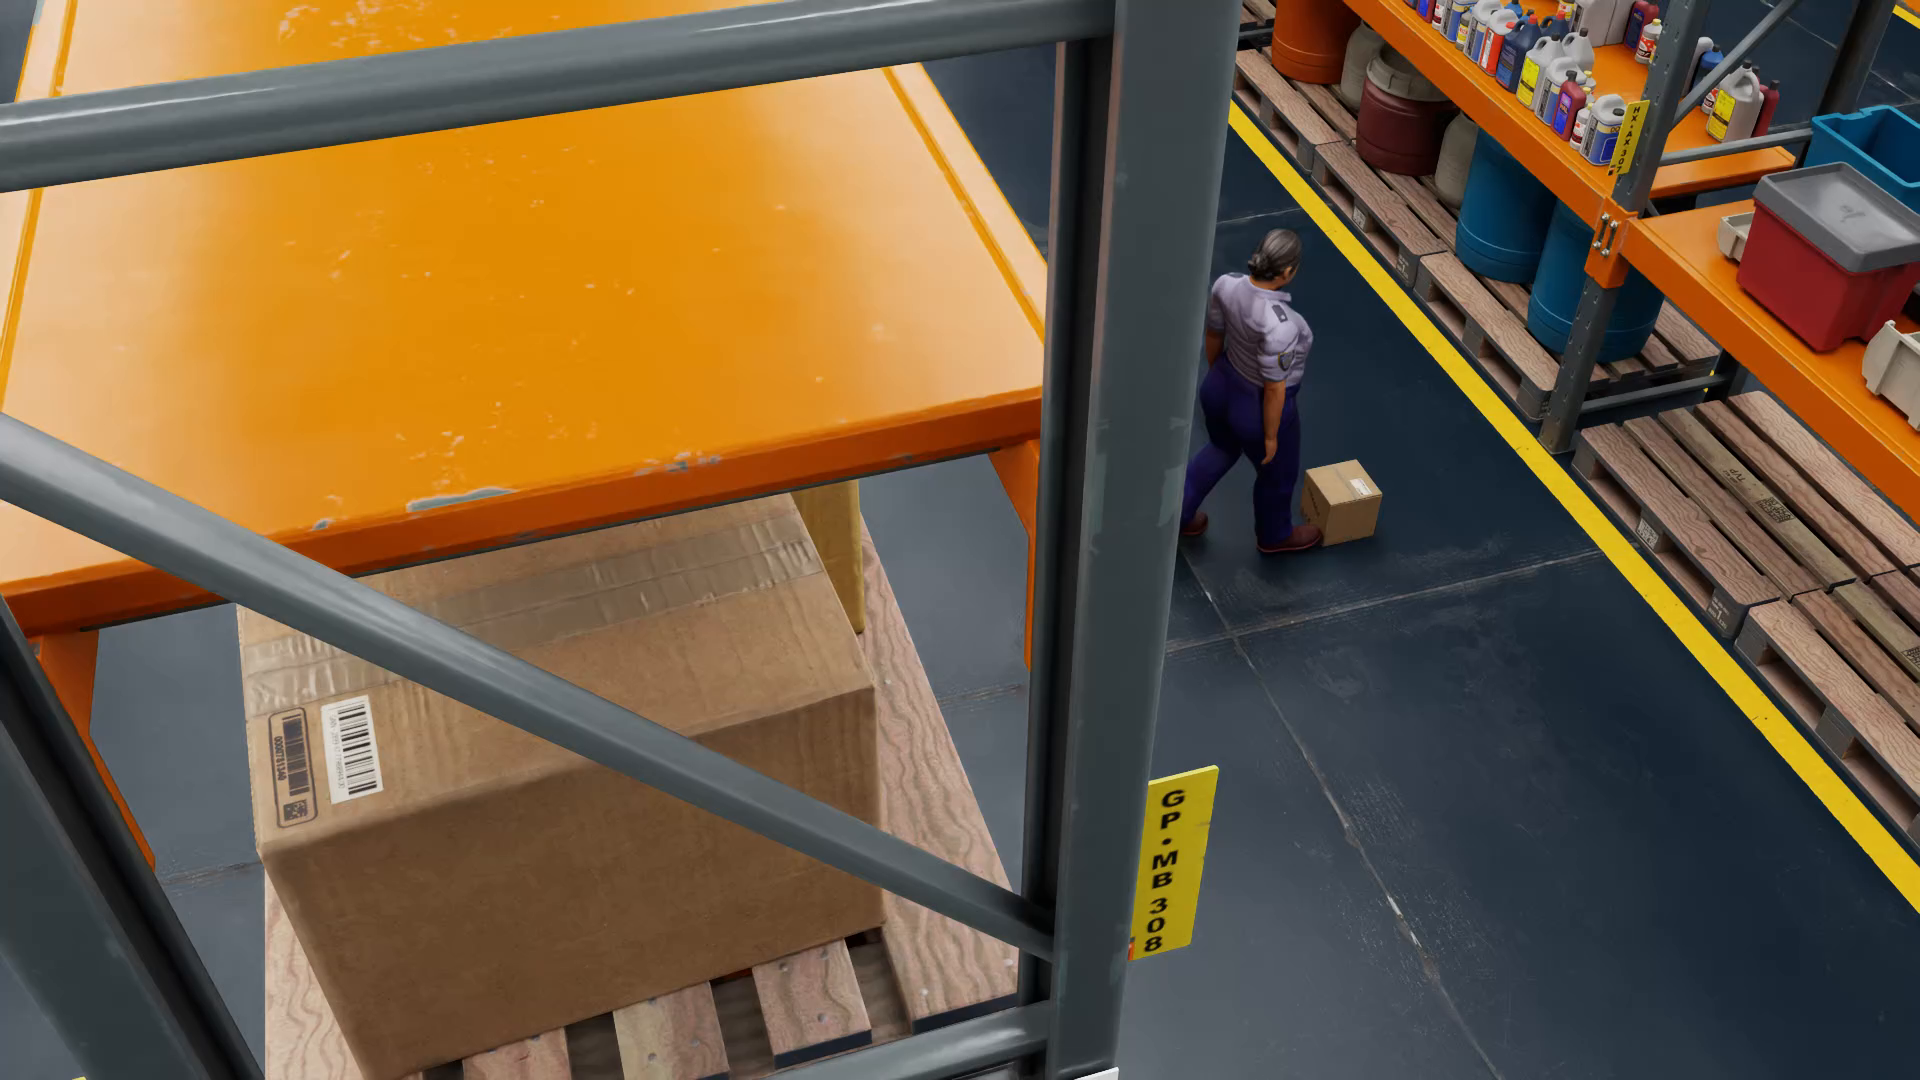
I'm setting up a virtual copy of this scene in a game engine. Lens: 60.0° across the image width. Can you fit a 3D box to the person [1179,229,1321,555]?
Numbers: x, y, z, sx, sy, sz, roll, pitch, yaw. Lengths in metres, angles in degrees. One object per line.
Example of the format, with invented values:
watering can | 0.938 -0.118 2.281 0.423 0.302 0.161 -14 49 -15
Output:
person | 1.225 -0.582 6.804 0.695 1.619 0.513 -20 46 -21
